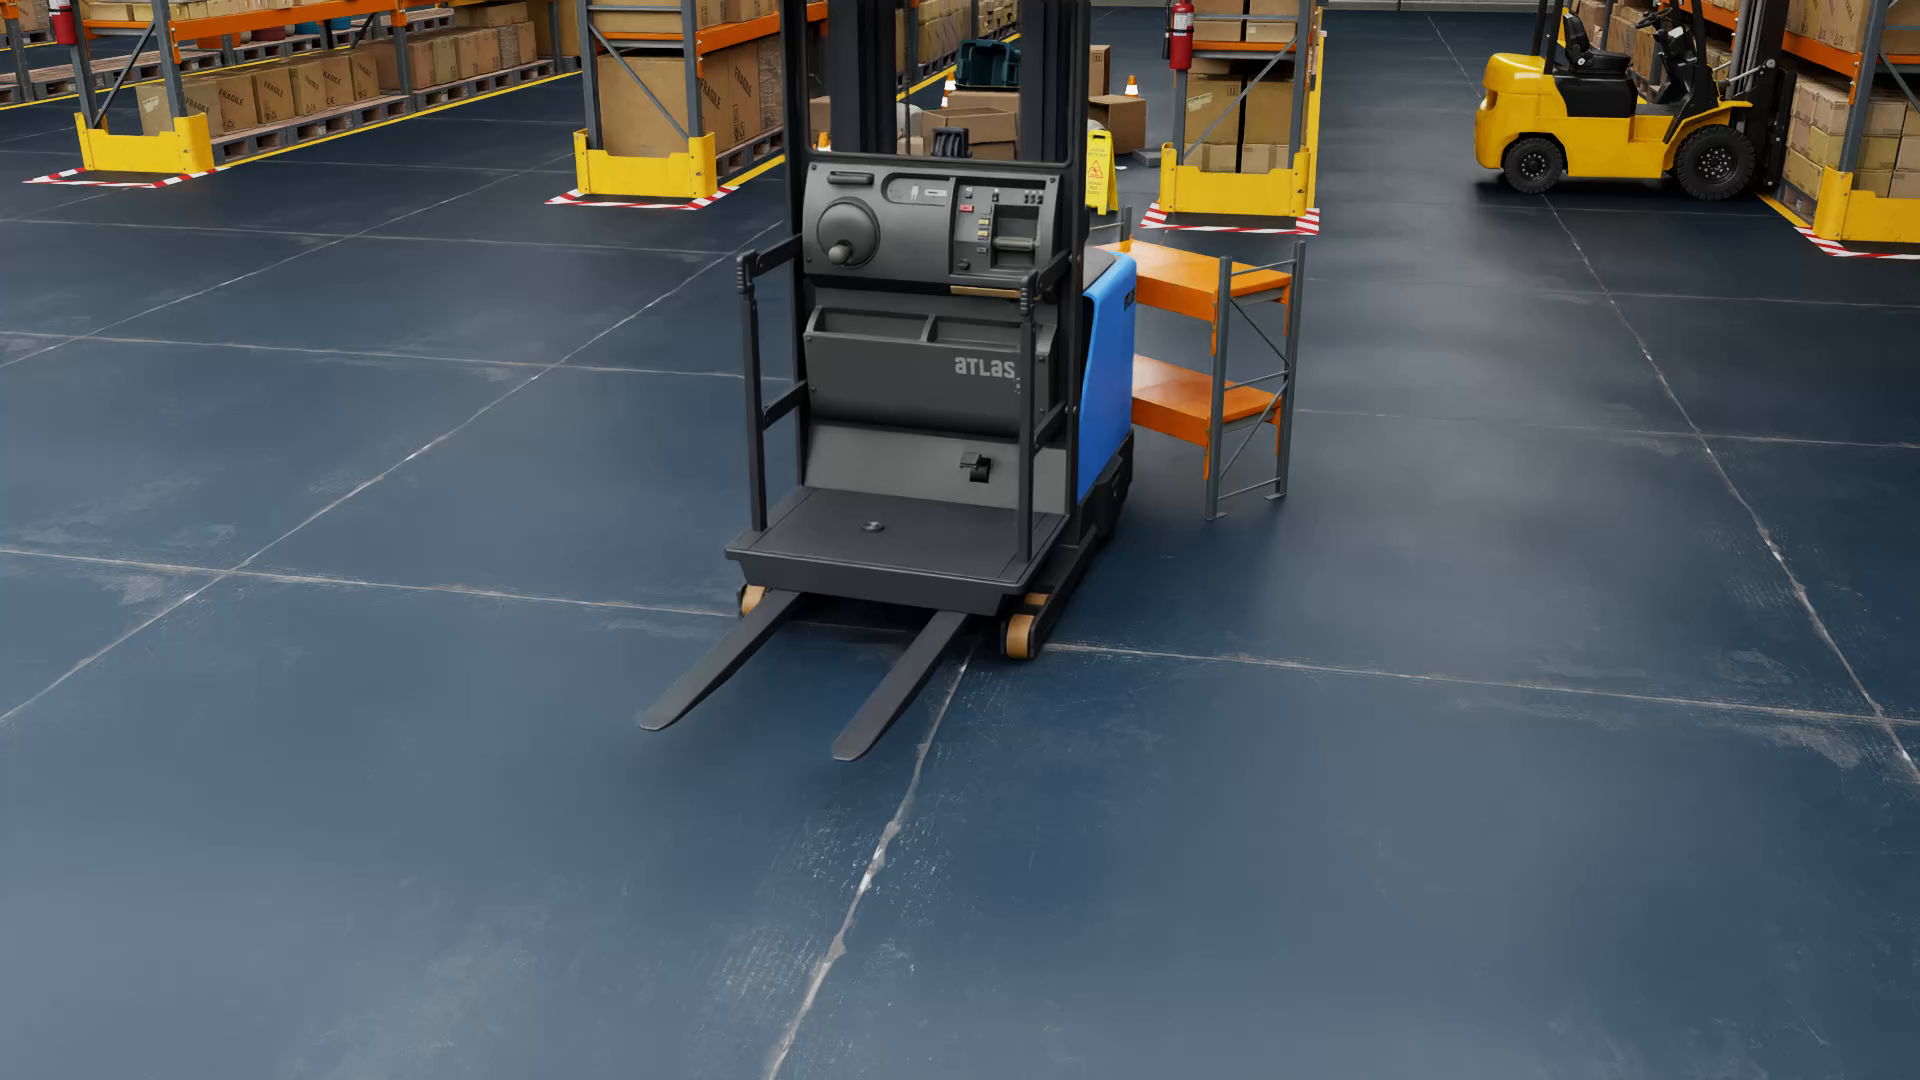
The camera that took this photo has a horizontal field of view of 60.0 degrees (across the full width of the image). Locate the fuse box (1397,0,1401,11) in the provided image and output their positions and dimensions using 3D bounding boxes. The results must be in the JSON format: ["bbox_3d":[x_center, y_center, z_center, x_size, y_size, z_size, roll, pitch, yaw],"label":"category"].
[{"bbox_3d":[8.616,-11.145,32.236,0.539,1.711,0.414,4,22,11],"label":"fuse box"}]

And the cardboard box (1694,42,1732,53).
[{"bbox_3d":[8.286,-4.970,17.795,0.875,0.625,0.625,4,22,9],"label":"cardboard box"}]

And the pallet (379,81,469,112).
[{"bbox_3d":[-6.531,-5.250,19.608,1.003,0.211,1.213,4,22,11],"label":"pallet"}]

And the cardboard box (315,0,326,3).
[{"bbox_3d":[-6.748,-5.588,17.050,0.380,0.149,0.250,4,22,11],"label":"cardboard box"}]

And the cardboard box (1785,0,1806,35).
[{"bbox_3d":[7.211,-4.471,13.807,0.500,0.500,0.500,5,22,11],"label":"cardboard box"}]

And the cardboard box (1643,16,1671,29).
[{"bbox_3d":[8.813,-6.505,20.906,0.380,0.149,0.250,4,22,10],"label":"cardboard box"}]

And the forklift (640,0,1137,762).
[{"bbox_3d":[-0.171,-1.104,5.673,1.130,2.935,3.031,7,23,16],"label":"forklift"}]

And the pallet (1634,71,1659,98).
[{"bbox_3d":[8.879,-5.566,20.392,1.003,0.211,1.213,4,22,11],"label":"pallet"}]

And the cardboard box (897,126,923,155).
[{"bbox_3d":[-0.401,-3.807,15.950,0.396,0.266,0.258,8,23,20],"label":"cardboard box"}]

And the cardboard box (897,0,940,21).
[{"bbox_3d":[-0.556,-7.109,22.271,0.500,0.250,0.500,4,22,10],"label":"cardboard box"}]

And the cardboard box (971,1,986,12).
[{"bbox_3d":[0.201,-8.318,25.949,0.380,0.149,0.250,4,22,10],"label":"cardboard box"}]

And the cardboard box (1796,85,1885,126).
[{"bbox_3d":[6.944,-3.426,13.126,0.500,0.250,0.500,5,22,12],"label":"cardboard box"}]

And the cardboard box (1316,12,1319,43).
[{"bbox_3d":[4.879,-7.657,24.718,0.875,0.438,0.875,4,22,10],"label":"cardboard box"}]

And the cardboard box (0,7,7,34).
[{"bbox_3d":[-14.988,-8.043,25.565,0.500,0.500,0.500,4,22,10],"label":"cardboard box"}]

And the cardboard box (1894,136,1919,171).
[{"bbox_3d":[7.356,-2.971,12.665,0.500,0.250,0.500,5,22,12],"label":"cardboard box"}]

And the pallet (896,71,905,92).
[{"bbox_3d":[-1.272,-5.731,20.801,1.003,0.211,1.213,4,22,11],"label":"pallet"}]

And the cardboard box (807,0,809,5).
[{"bbox_3d":[-2.007,-5.575,16.480,0.875,0.550,0.550,4,22,11],"label":"cardboard box"}]

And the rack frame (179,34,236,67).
[{"bbox_3d":[-10.721,-8.100,22.949,1.000,3.000,0.127,4,22,11],"label":"rack frame"}]

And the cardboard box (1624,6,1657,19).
[{"bbox_3d":[9.150,-7.076,22.323,0.380,0.149,0.250,3,22,8],"label":"cardboard box"}]

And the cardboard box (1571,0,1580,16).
[{"bbox_3d":[10.104,-8.336,26.315,0.797,0.503,0.637,4,22,9],"label":"cardboard box"}]

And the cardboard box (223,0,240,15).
[{"bbox_3d":[-7.047,-5.039,15.686,0.380,0.149,0.250,4,22,11],"label":"cardboard box"}]

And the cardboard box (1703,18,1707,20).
[{"bbox_3d":[9.300,-6.377,20.588,0.380,0.149,0.250,3,22,8],"label":"cardboard box"}]

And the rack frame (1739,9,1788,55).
[{"bbox_3d":[7.873,-5.127,15.568,1.000,3.000,0.127,4,22,11],"label":"rack frame"}]

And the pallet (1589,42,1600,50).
[{"bbox_3d":[9.647,-7.010,23.977,1.003,0.211,1.213,4,22,11],"label":"pallet"}]

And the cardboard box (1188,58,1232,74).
[{"bbox_3d":[2.114,-4.061,14.168,0.380,0.149,0.250,5,22,12],"label":"cardboard box"}]

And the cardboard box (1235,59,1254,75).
[{"bbox_3d":[2.423,-4.189,15.355,0.500,0.500,0.500,6,23,14],"label":"cardboard box"}]

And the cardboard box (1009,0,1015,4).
[{"bbox_3d":[0.699,-8.976,27.584,0.380,0.149,0.250,4,22,10],"label":"cardboard box"}]

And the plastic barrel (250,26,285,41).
[{"bbox_3d":[-10.407,-7.769,24.794,0.600,0.588,0.708,4,22,11],"label":"plastic barrel"}]

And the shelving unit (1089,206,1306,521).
[{"bbox_3d":[0.915,-0.812,7.364,0.538,1.125,1.048,-17,28,-36],"label":"shelving unit"}]

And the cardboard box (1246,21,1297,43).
[{"bbox_3d":[2.469,-4.033,13.188,0.380,0.149,0.250,5,22,11],"label":"cardboard box"}]

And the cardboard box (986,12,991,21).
[{"bbox_3d":[0.282,-8.277,26.245,0.380,0.149,0.250,6,23,13],"label":"cardboard box"}]

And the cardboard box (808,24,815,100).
[{"bbox_3d":[-2.050,-4.829,17.110,0.875,0.875,0.875,5,22,12],"label":"cardboard box"}]

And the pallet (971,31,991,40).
[{"bbox_3d":[-0.118,-7.725,25.751,1.003,0.211,1.213,4,22,11],"label":"pallet"}]

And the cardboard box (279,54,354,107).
[{"bbox_3d":[-6.919,-4.941,17.891,0.500,0.500,0.500,12,25,28],"label":"cardboard box"}]

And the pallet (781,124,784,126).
[{"bbox_3d":[-2.085,-4.278,17.194,1.003,0.211,1.213,4,22,11],"label":"pallet"}]

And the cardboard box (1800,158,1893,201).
[{"bbox_3d":[6.844,-2.779,12.857,0.500,0.250,0.500,5,22,11],"label":"cardboard box"}]

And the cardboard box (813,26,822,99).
[{"bbox_3d":[-1.815,-5.229,18.271,1.050,0.750,0.750,4,22,11],"label":"cardboard box"}]

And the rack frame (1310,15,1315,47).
[{"bbox_3d":[3.829,-6.966,20.136,1.000,3.000,0.127,4,22,11],"label":"rack frame"}]

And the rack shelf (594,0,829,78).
[{"bbox_3d":[-2.261,-4.779,15.667,1.077,0.370,4.000,4,22,11],"label":"rack shelf"}]

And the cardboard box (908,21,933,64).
[{"bbox_3d":[-0.643,-6.581,21.964,0.500,0.500,0.500,4,22,9],"label":"cardboard box"}]

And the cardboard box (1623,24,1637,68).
[{"bbox_3d":[8.870,-6.361,21.417,0.500,0.500,0.500,4,22,9],"label":"cardboard box"}]

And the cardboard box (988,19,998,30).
[{"bbox_3d":[0.393,-8.228,26.523,0.380,0.149,0.250,4,22,9],"label":"cardboard box"}]

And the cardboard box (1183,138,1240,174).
[{"bbox_3d":[2.103,-3.285,14.113,0.500,0.250,0.500,4,22,11],"label":"cardboard box"}]

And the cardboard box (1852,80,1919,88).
[{"bbox_3d":[7.551,-3.573,13.491,0.500,0.250,0.500,4,22,11],"label":"cardboard box"}]

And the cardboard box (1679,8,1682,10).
[{"bbox_3d":[9.597,-6.950,22.011,0.380,0.149,0.250,3,22,8],"label":"cardboard box"}]

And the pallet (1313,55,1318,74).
[{"bbox_3d":[4.315,-6.400,22.463,1.003,0.211,1.213,4,22,11],"label":"pallet"}]

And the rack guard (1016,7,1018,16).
[{"bbox_3d":[0.580,-9.045,28.644,1.175,0.500,0.348,4,22,11],"label":"rack guard"}]

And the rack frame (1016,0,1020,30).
[{"bbox_3d":[0.595,-10.233,28.246,1.000,3.000,0.127,4,22,11],"label":"rack frame"}]

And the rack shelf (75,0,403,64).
[{"bbox_3d":[-7.096,-5.194,16.698,1.077,0.370,4.000,4,22,11],"label":"rack shelf"}]

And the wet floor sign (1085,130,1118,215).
[{"bbox_3d":[1.111,-2.961,13.341,0.267,0.644,0.232,13,25,29],"label":"wet floor sign"}]

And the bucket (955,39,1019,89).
[{"bbox_3d":[0.376,-4.805,17.117,0.726,0.611,0.620,13,15,29],"label":"bucket"}]

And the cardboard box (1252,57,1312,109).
[{"bbox_3d":[2.950,-4.161,15.285,0.500,0.500,0.500,6,23,14],"label":"cardboard box"}]

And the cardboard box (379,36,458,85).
[{"bbox_3d":[-6.426,-5.700,19.747,0.700,0.500,0.500,4,22,11],"label":"cardboard box"}]

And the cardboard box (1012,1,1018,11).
[{"bbox_3d":[0.767,-9.028,28.111,0.380,0.149,0.250,4,22,9],"label":"cardboard box"}]
